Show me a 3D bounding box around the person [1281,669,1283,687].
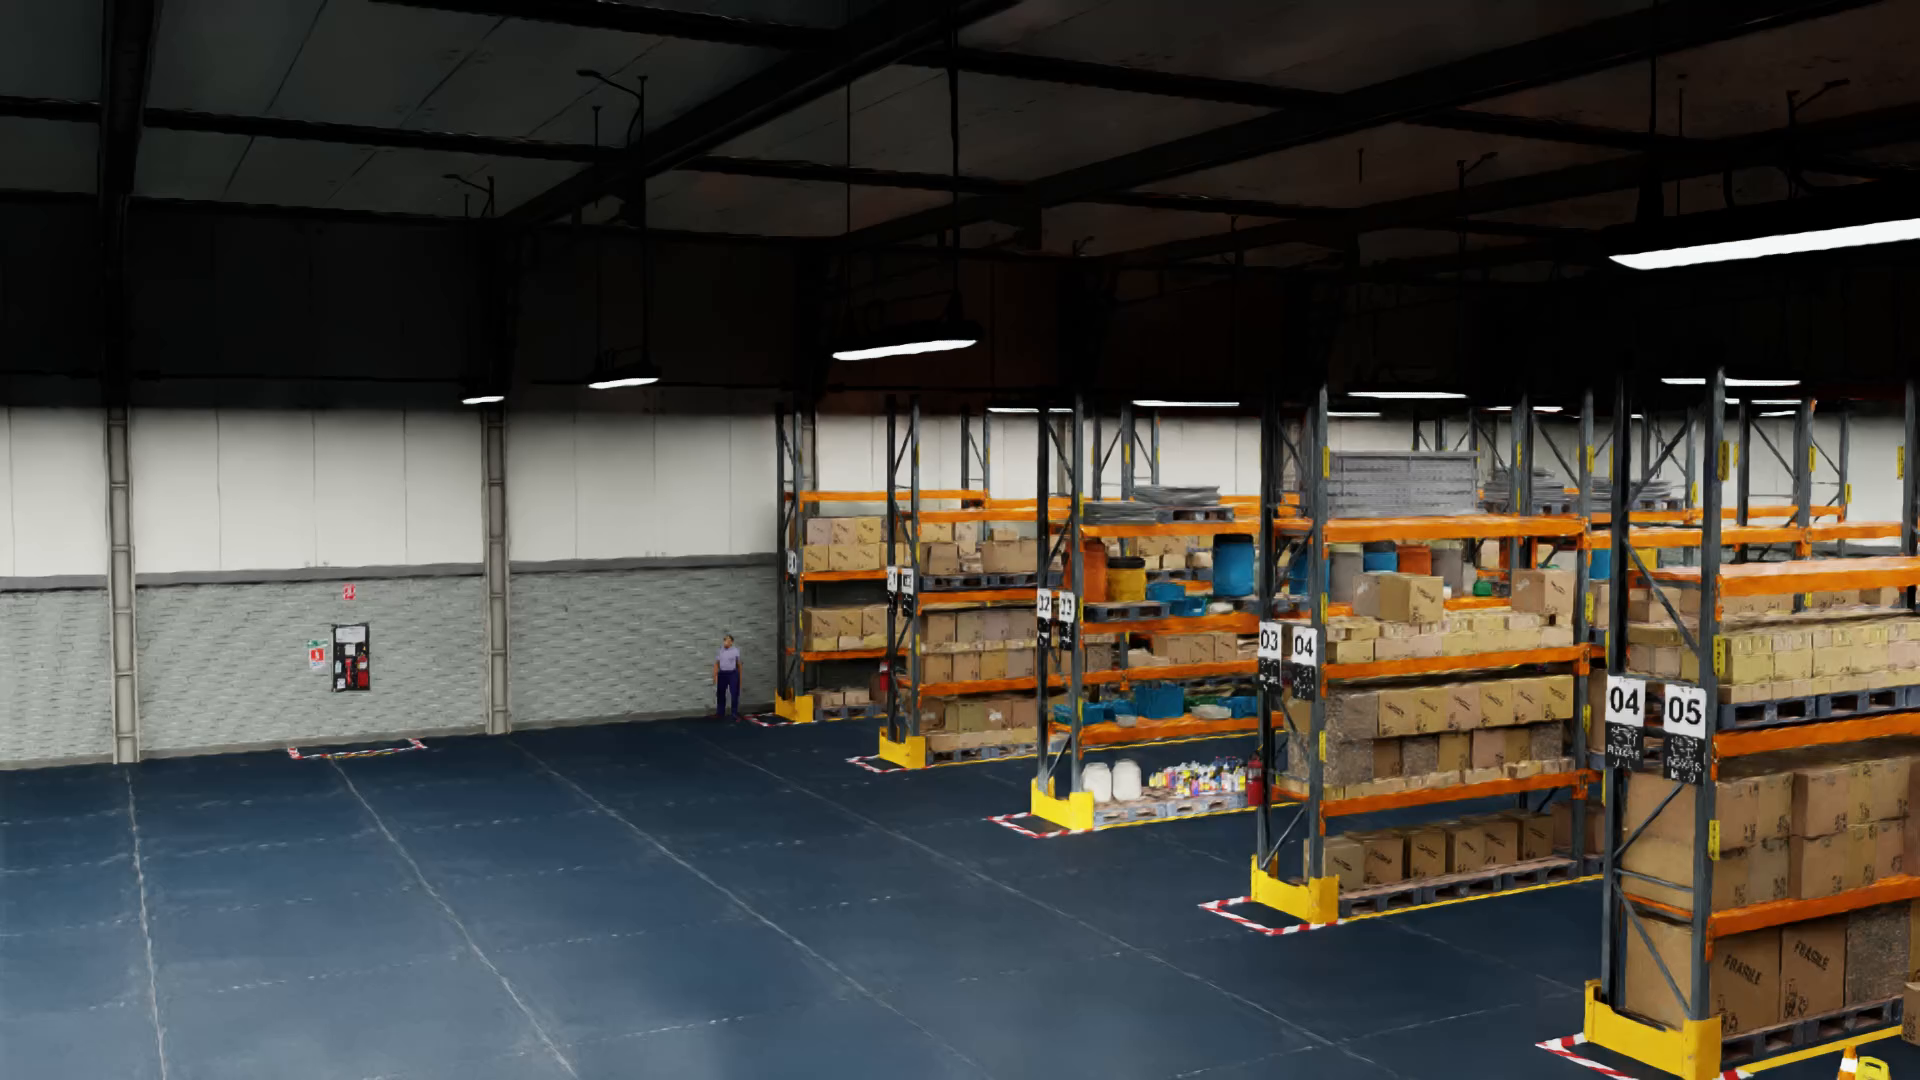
[{"bbox_3d":[6.574,2.357,34.698,0.460,1.667,0.572,3,4,41],"label":"person"}]

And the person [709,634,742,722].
[{"bbox_3d":[-4.428,2.578,31.320,0.686,1.647,0.466,1,3,9],"label":"person"}]
